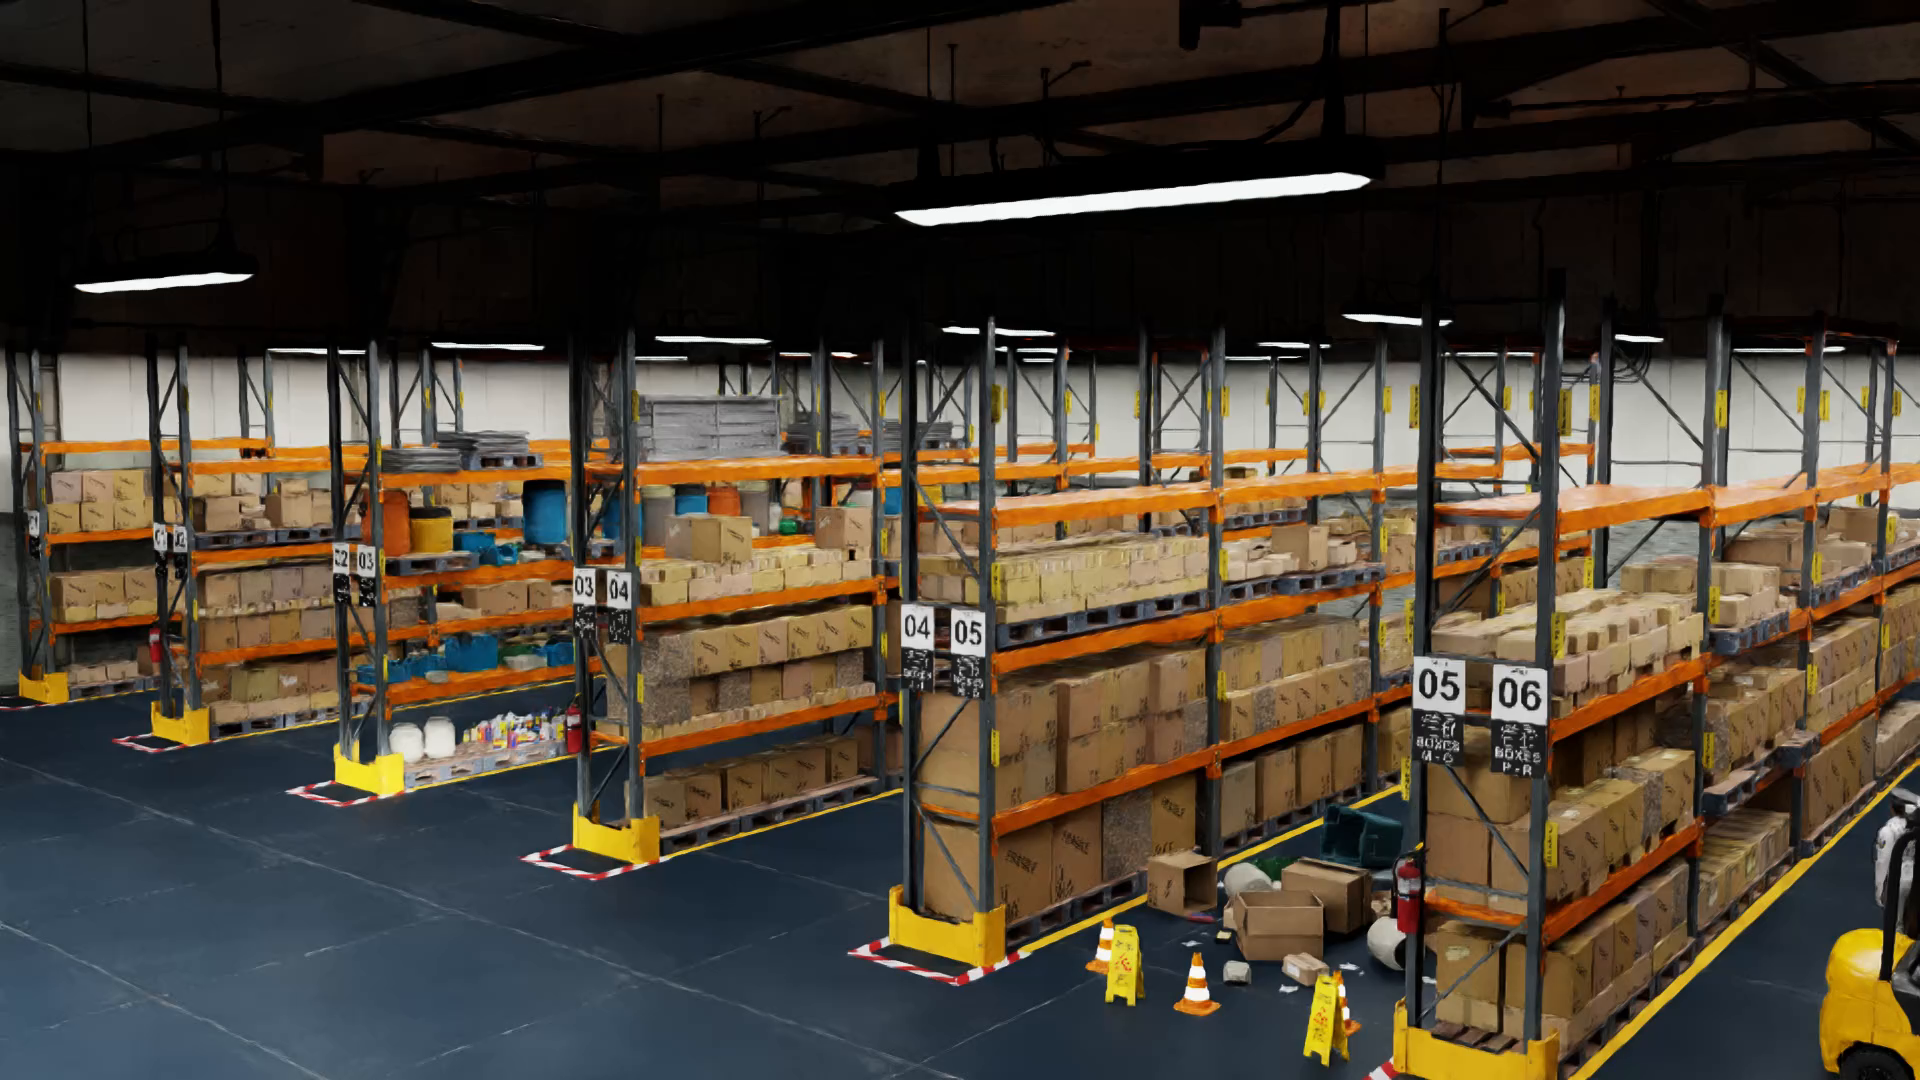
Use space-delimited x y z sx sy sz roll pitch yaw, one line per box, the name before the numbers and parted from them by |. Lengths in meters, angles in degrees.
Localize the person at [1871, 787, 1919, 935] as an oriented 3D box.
person | 8.186 3.008 14.592 0.525 1.674 0.459 -2 6 -21
